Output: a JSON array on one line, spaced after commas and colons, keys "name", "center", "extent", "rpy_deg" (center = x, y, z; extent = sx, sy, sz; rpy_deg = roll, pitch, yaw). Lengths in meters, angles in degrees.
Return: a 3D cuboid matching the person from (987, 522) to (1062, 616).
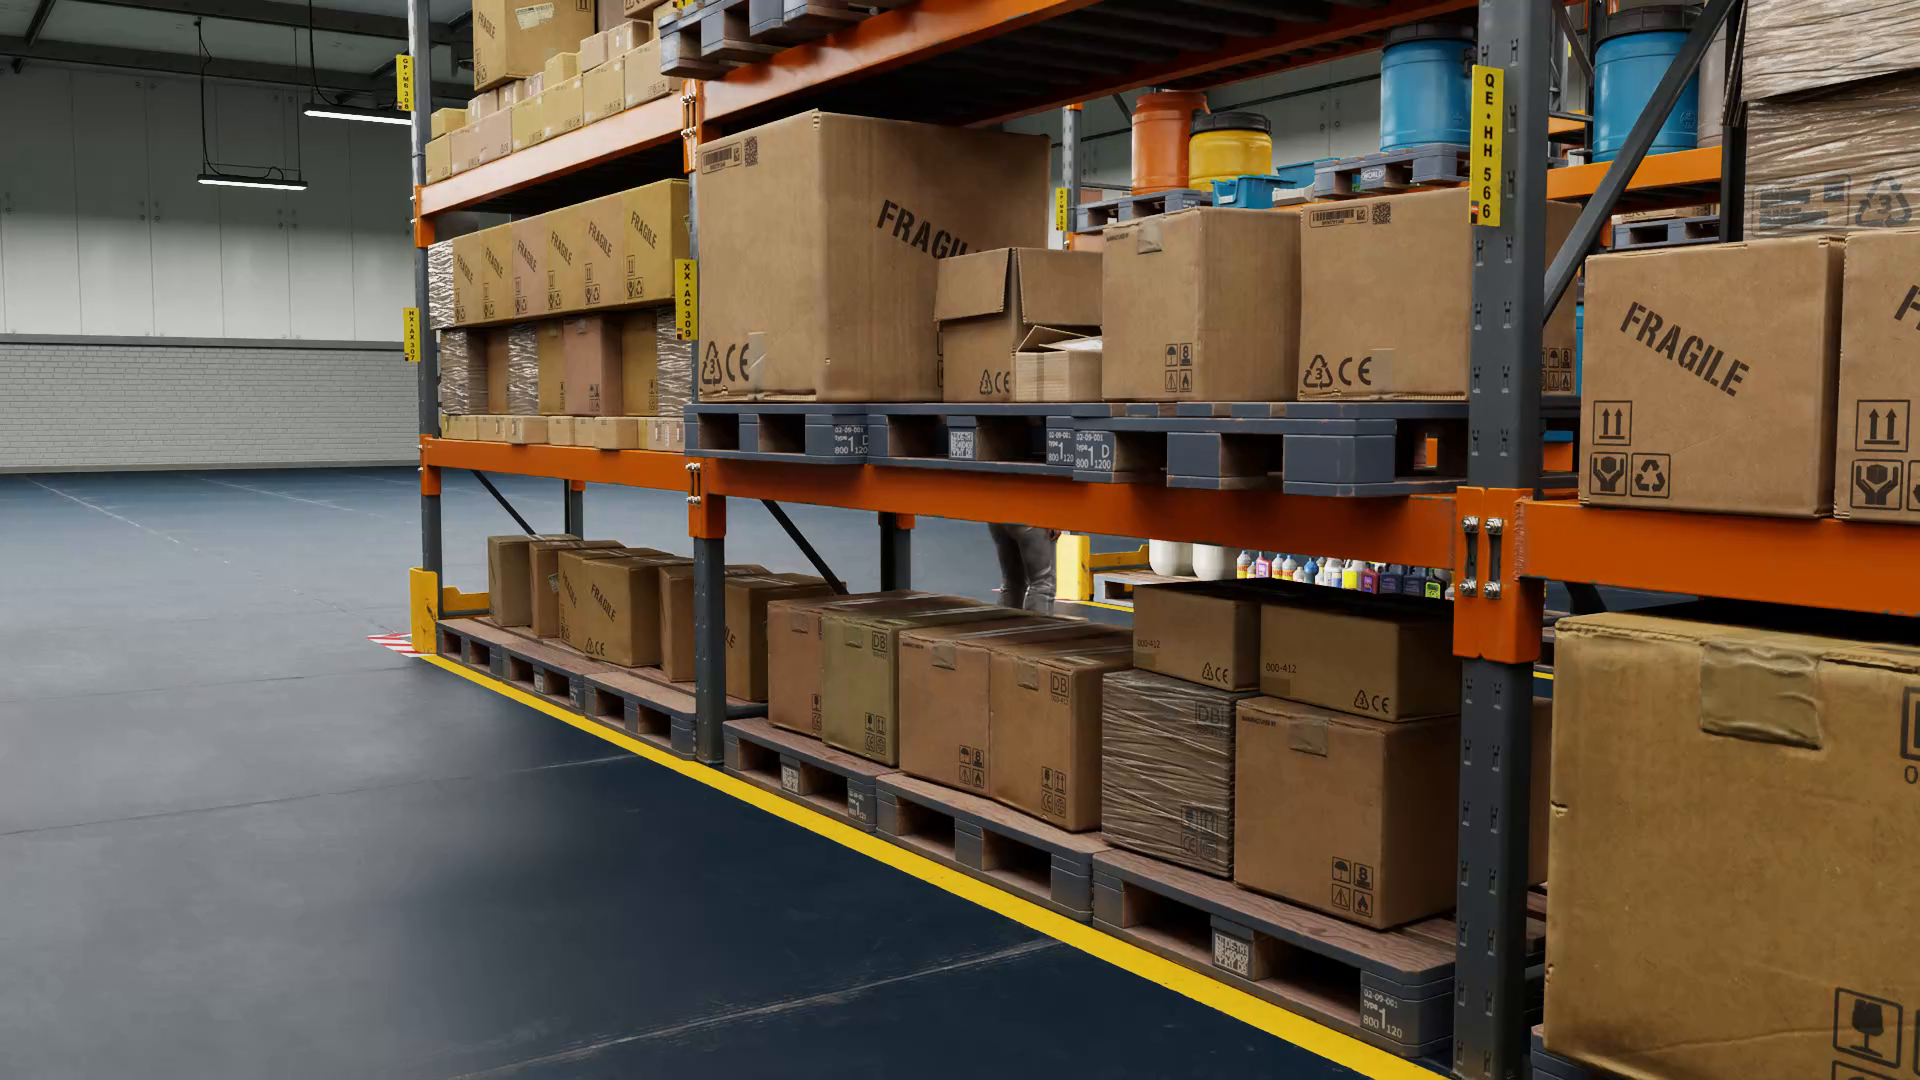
[{"name": "person", "center": [0.370, -0.160, 9.629], "extent": [0.463, 1.771, 0.593], "rpy_deg": [-4, 6, -37]}]
